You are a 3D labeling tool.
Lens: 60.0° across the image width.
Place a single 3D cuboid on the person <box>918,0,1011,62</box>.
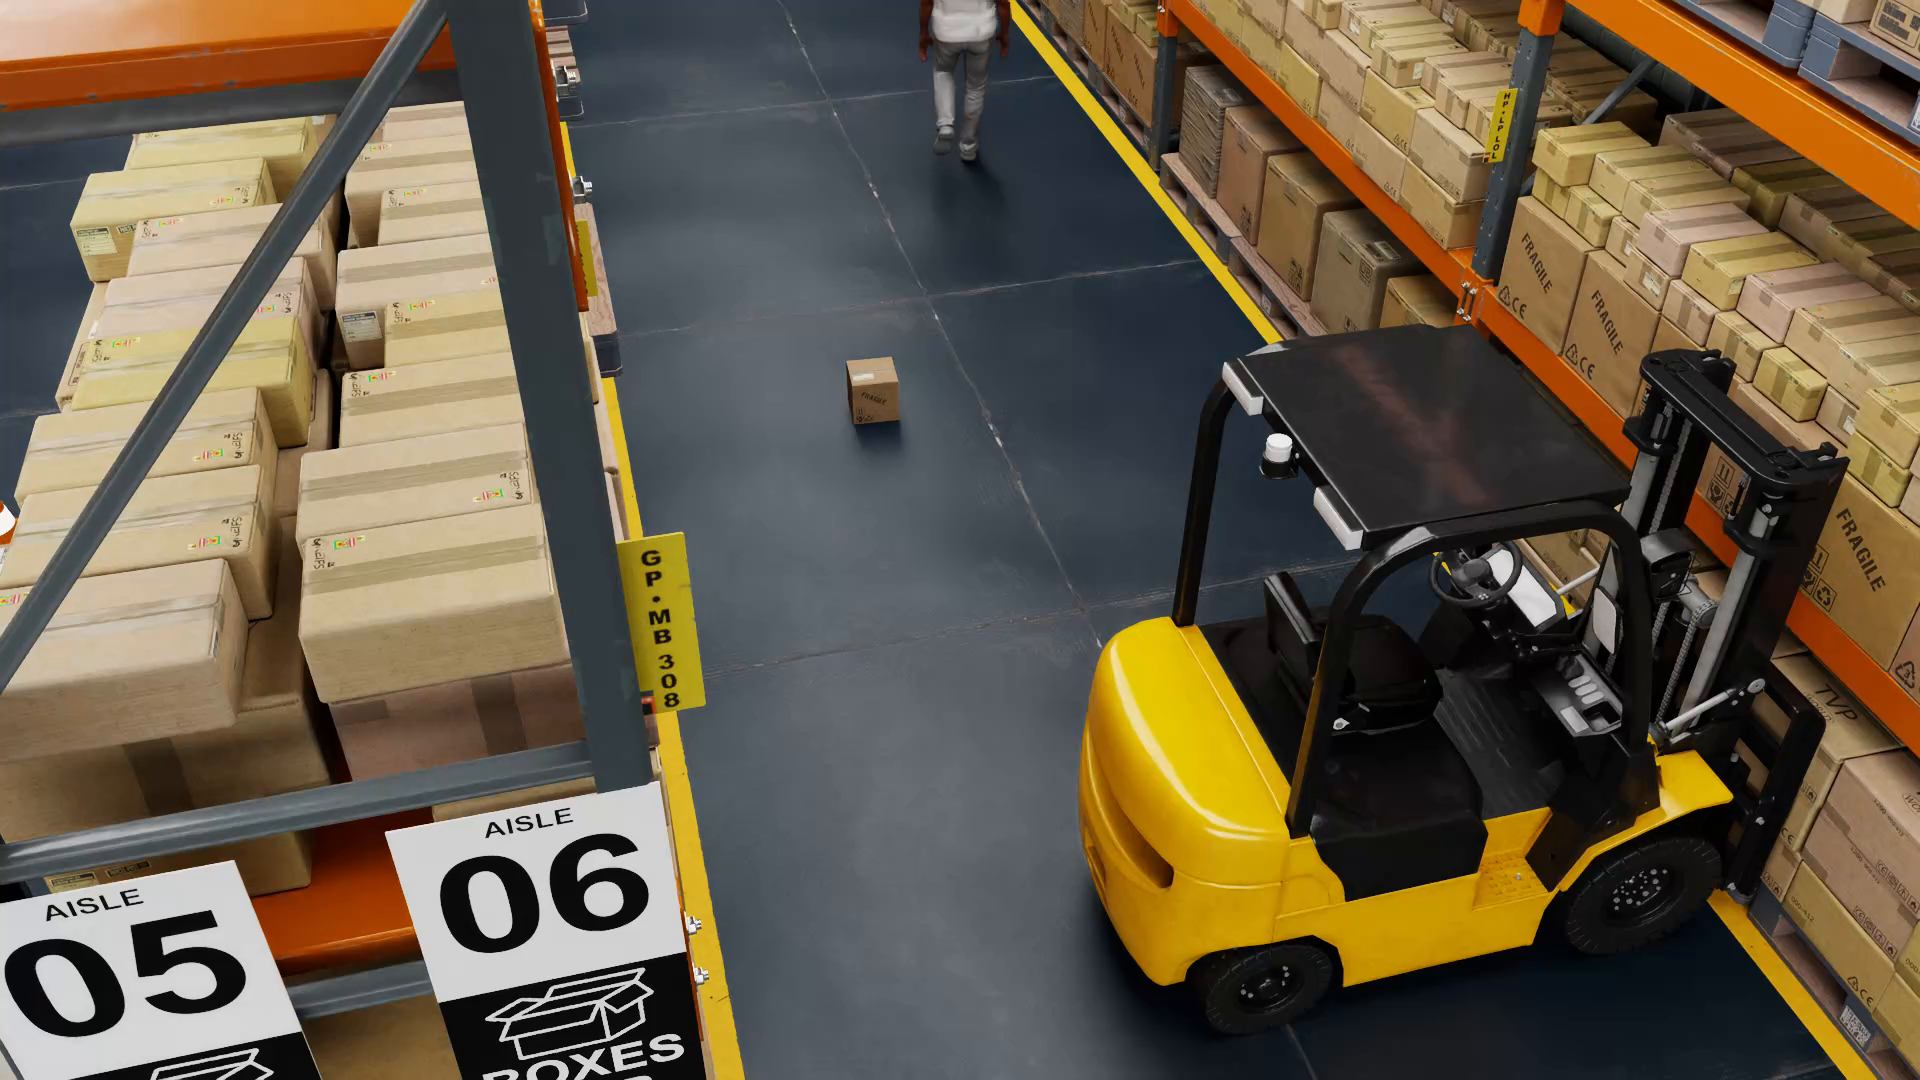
[{"bbox_3d":[0.027,-3.589,10.702,0.611,1.074,0.355,2,38,3],"label":"person"}]
